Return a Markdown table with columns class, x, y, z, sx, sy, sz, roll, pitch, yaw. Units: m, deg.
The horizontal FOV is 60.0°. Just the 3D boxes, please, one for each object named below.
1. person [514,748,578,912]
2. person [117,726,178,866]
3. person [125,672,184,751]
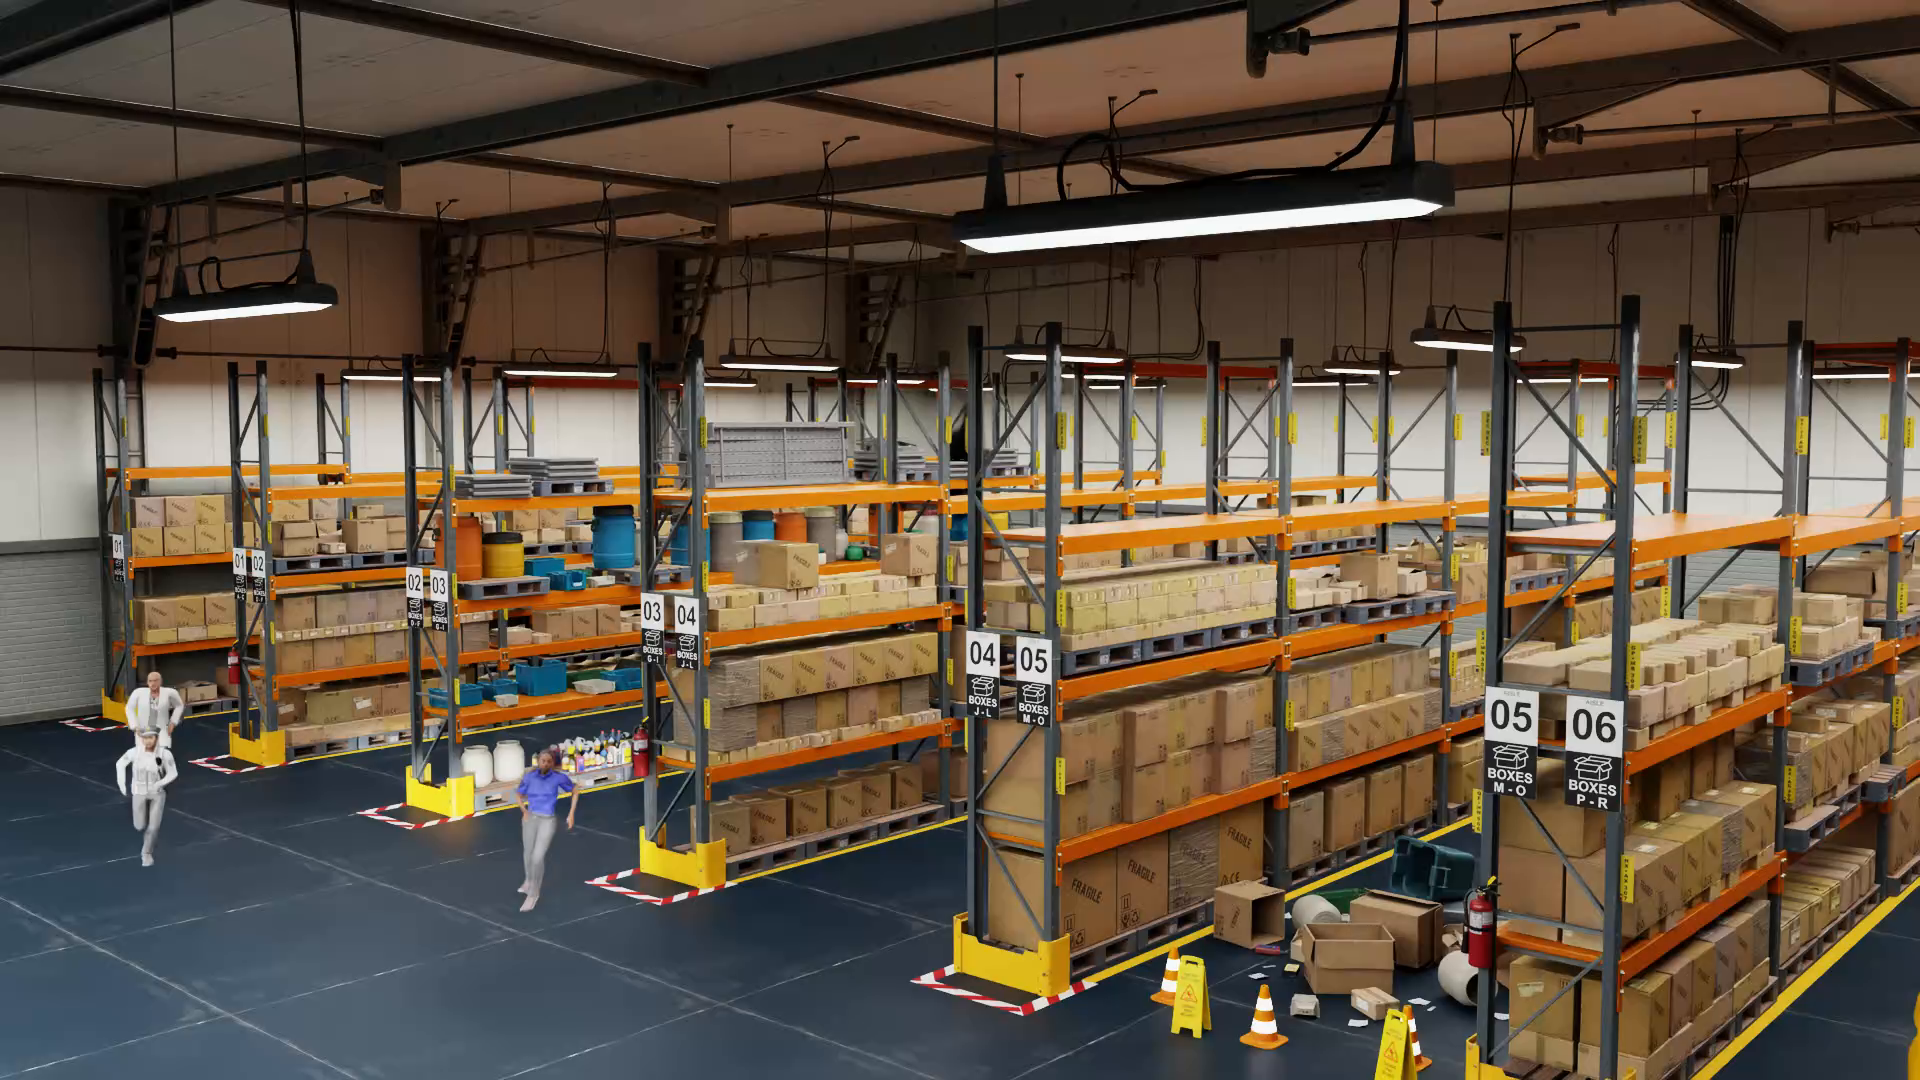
| class | x | y | z | sx | sy | sz | roll | pitch | yaw |
| --- | --- | --- | --- | --- | --- | --- | --- | --- | --- |
| person | -4.435 | 3.051 | 17.698 | 0.677 | 1.698 | 0.704 | 0 | 4 | 4 |
| person | -9.395 | 2.946 | 19.222 | 0.654 | 1.647 | 0.625 | -2 | 4 | -20 |
| person | -10.955 | 2.650 | 22.651 | 0.715 | 1.777 | 1.058 | -1 | 4 | -18 |
